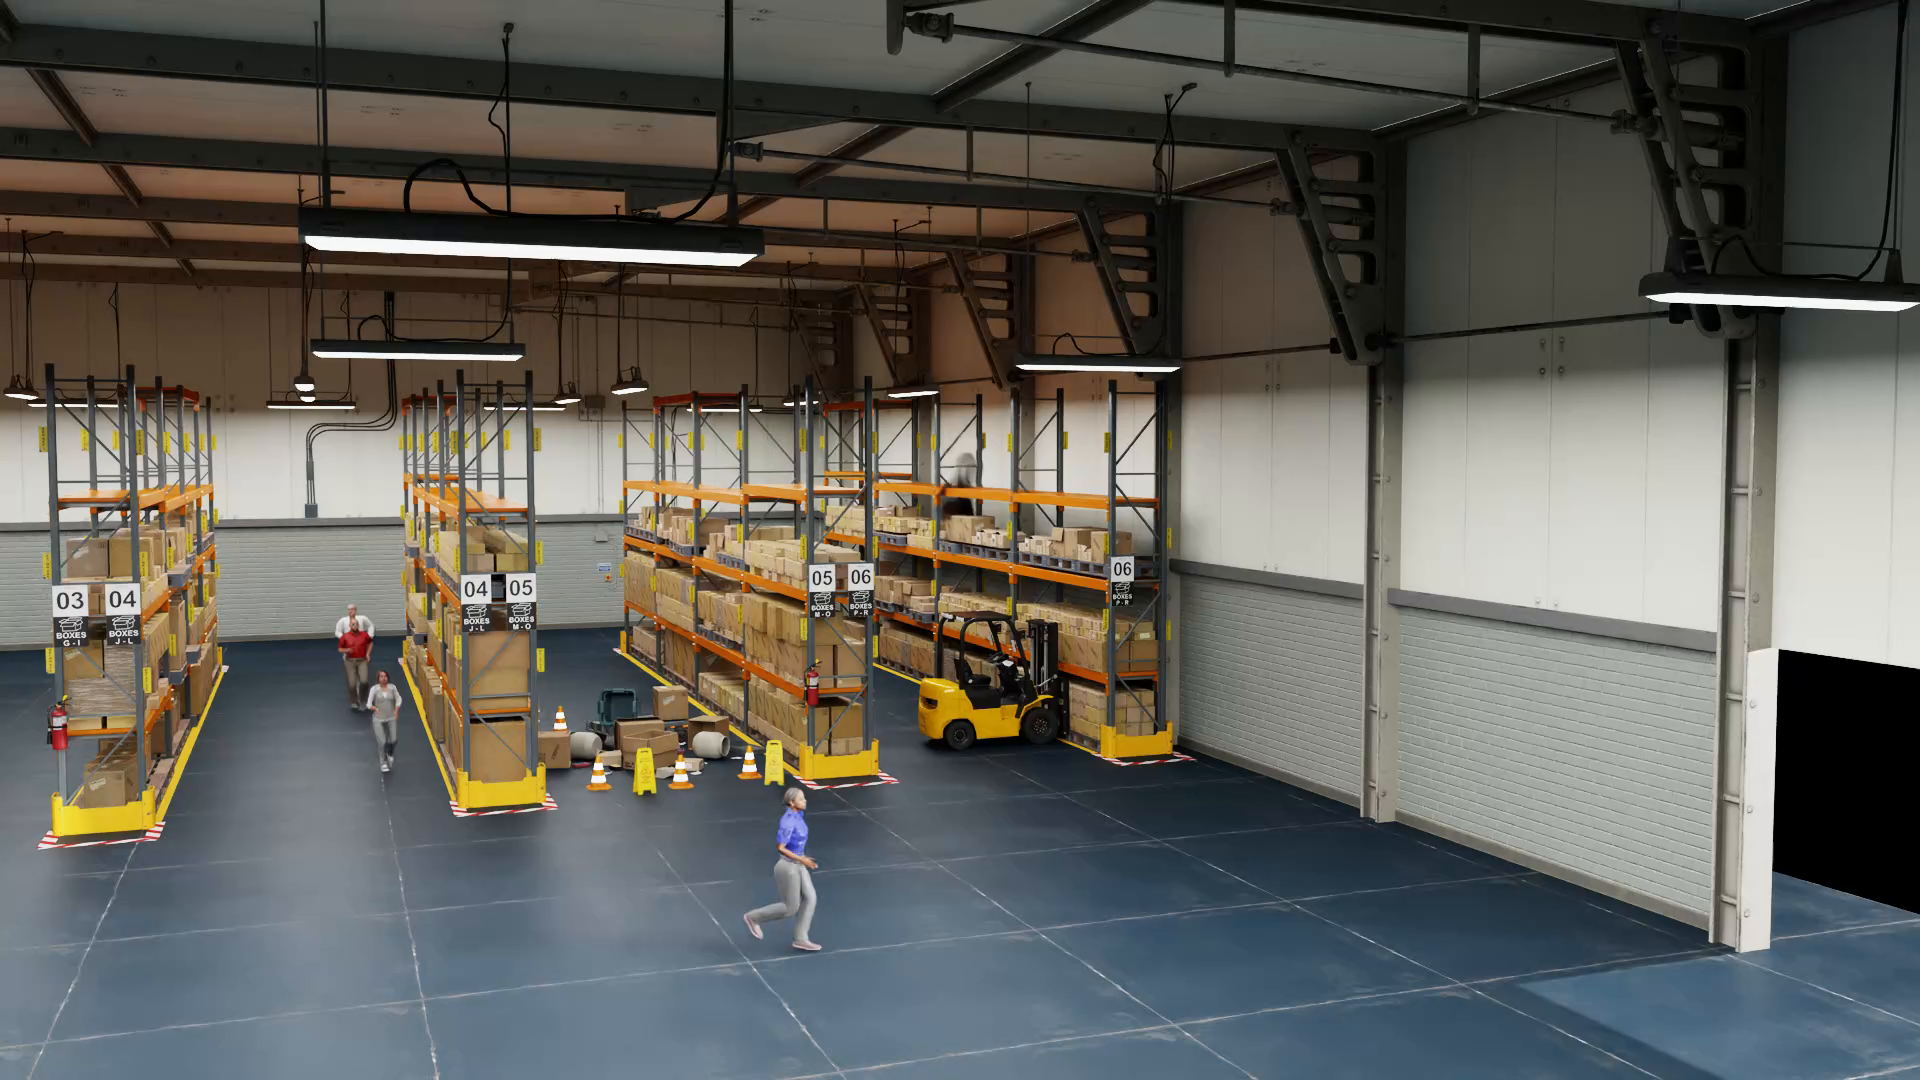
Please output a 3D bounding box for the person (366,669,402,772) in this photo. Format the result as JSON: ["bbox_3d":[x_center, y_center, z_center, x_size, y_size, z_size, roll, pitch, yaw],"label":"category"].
[{"bbox_3d":[-8.710,2.743,25.207,0.526,1.556,0.536,-2,4,-26],"label":"person"}]

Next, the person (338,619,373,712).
[{"bbox_3d":[-11.235,2.349,30.973,0.643,1.754,0.676,-2,4,-26],"label":"person"}]

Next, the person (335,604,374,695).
[{"bbox_3d":[-12.127,2.195,33.311,0.723,1.820,0.799,-1,3,-15],"label":"person"}]

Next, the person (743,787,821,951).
[{"bbox_3d":[-1.738,3.239,16.399,0.768,1.624,0.565,0,3,7],"label":"person"}]
